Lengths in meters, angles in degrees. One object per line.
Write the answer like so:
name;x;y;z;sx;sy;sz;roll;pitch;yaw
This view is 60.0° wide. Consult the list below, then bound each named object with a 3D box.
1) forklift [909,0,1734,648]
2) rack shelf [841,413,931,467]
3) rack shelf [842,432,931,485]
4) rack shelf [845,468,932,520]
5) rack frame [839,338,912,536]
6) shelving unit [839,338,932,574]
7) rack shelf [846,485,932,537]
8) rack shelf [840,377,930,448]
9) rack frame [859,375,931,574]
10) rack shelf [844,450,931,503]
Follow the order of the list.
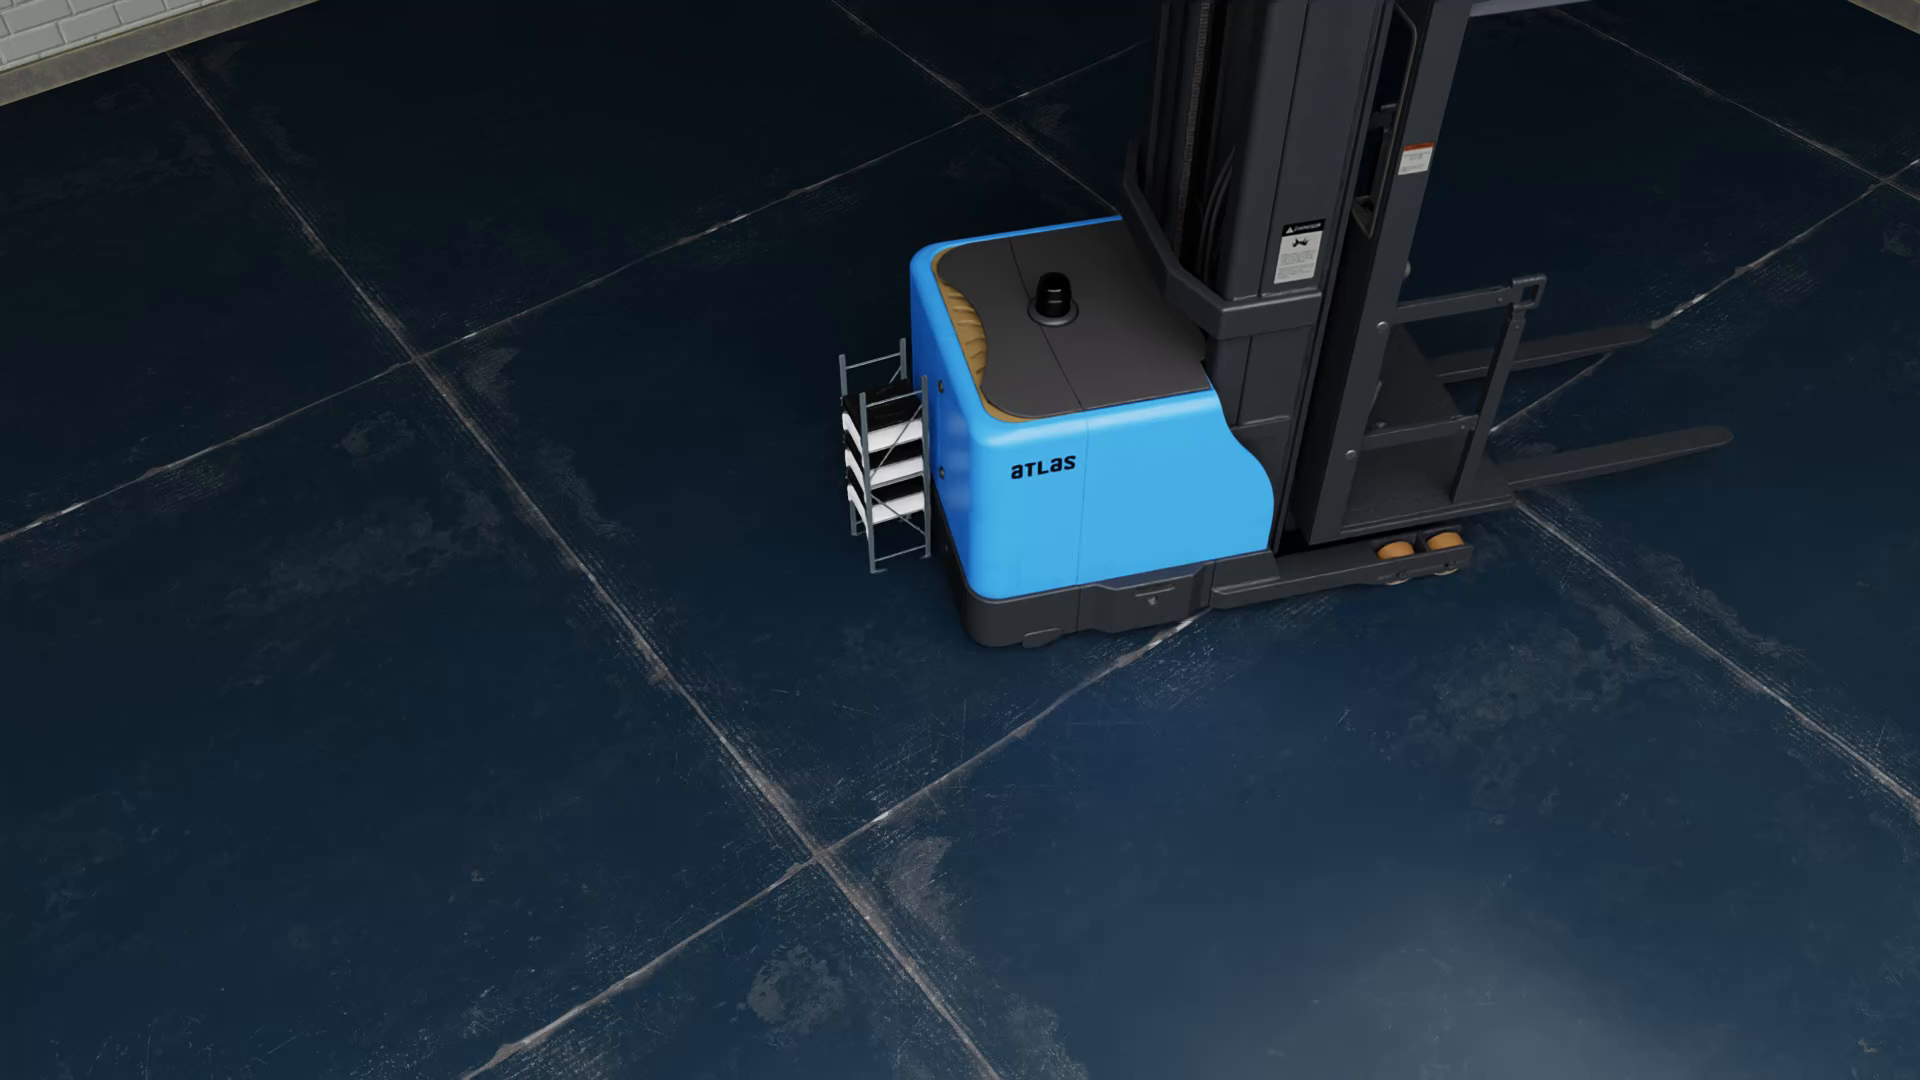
forklift;1.387;-1.192;5.352;3.031;2.935;1.130;-10;49;-9
rack shelf;-0.258;-0.380;5.789;0.258;0.077;0.200;-17;50;-15
rack shelf;-0.258;-0.320;5.856;0.258;0.077;0.200;-17;50;-15
rack shelf;-0.258;-0.199;5.989;0.258;0.077;0.200;-17;50;-15
rack frame;-0.296;-0.351;5.961;0.240;0.900;0.006;-17;50;-15
shelving unit;-0.258;-0.282;5.898;0.258;0.900;0.210;-17;50;-15
rack shelf;-0.258;-0.138;6.056;0.258;0.077;0.200;-17;50;-15
rack shelf;-0.258;-0.441;5.723;0.258;0.077;0.200;-17;50;-15
rack frame;-0.220;-0.212;5.835;0.240;0.900;0.006;-17;50;-15
rack shelf;-0.258;-0.259;5.923;0.258;0.077;0.200;-17;50;-15
